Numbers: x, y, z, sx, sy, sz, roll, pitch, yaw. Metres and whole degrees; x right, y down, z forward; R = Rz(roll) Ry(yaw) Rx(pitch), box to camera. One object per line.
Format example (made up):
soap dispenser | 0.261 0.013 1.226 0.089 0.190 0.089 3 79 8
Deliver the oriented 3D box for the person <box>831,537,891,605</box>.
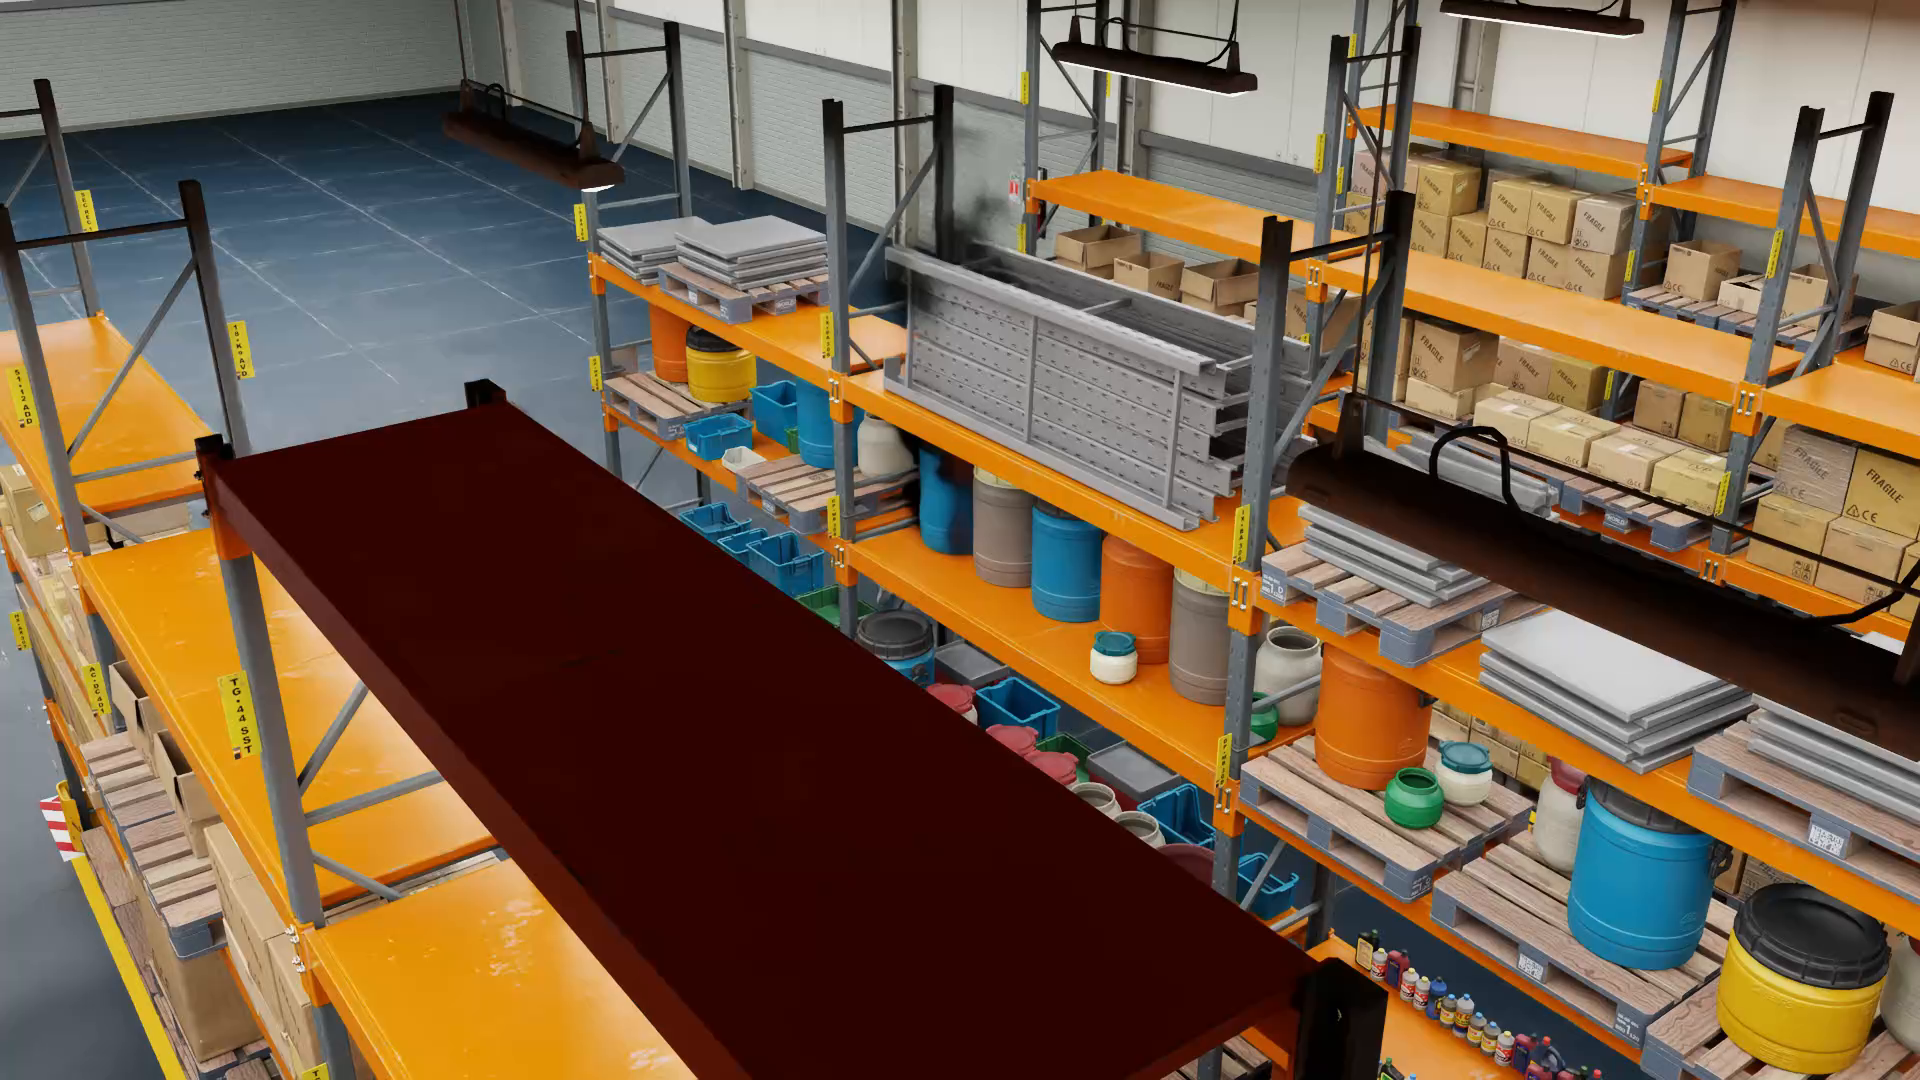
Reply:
person | -1.009 -0.072 16.371 0.667 1.760 0.820 -20 32 -37
